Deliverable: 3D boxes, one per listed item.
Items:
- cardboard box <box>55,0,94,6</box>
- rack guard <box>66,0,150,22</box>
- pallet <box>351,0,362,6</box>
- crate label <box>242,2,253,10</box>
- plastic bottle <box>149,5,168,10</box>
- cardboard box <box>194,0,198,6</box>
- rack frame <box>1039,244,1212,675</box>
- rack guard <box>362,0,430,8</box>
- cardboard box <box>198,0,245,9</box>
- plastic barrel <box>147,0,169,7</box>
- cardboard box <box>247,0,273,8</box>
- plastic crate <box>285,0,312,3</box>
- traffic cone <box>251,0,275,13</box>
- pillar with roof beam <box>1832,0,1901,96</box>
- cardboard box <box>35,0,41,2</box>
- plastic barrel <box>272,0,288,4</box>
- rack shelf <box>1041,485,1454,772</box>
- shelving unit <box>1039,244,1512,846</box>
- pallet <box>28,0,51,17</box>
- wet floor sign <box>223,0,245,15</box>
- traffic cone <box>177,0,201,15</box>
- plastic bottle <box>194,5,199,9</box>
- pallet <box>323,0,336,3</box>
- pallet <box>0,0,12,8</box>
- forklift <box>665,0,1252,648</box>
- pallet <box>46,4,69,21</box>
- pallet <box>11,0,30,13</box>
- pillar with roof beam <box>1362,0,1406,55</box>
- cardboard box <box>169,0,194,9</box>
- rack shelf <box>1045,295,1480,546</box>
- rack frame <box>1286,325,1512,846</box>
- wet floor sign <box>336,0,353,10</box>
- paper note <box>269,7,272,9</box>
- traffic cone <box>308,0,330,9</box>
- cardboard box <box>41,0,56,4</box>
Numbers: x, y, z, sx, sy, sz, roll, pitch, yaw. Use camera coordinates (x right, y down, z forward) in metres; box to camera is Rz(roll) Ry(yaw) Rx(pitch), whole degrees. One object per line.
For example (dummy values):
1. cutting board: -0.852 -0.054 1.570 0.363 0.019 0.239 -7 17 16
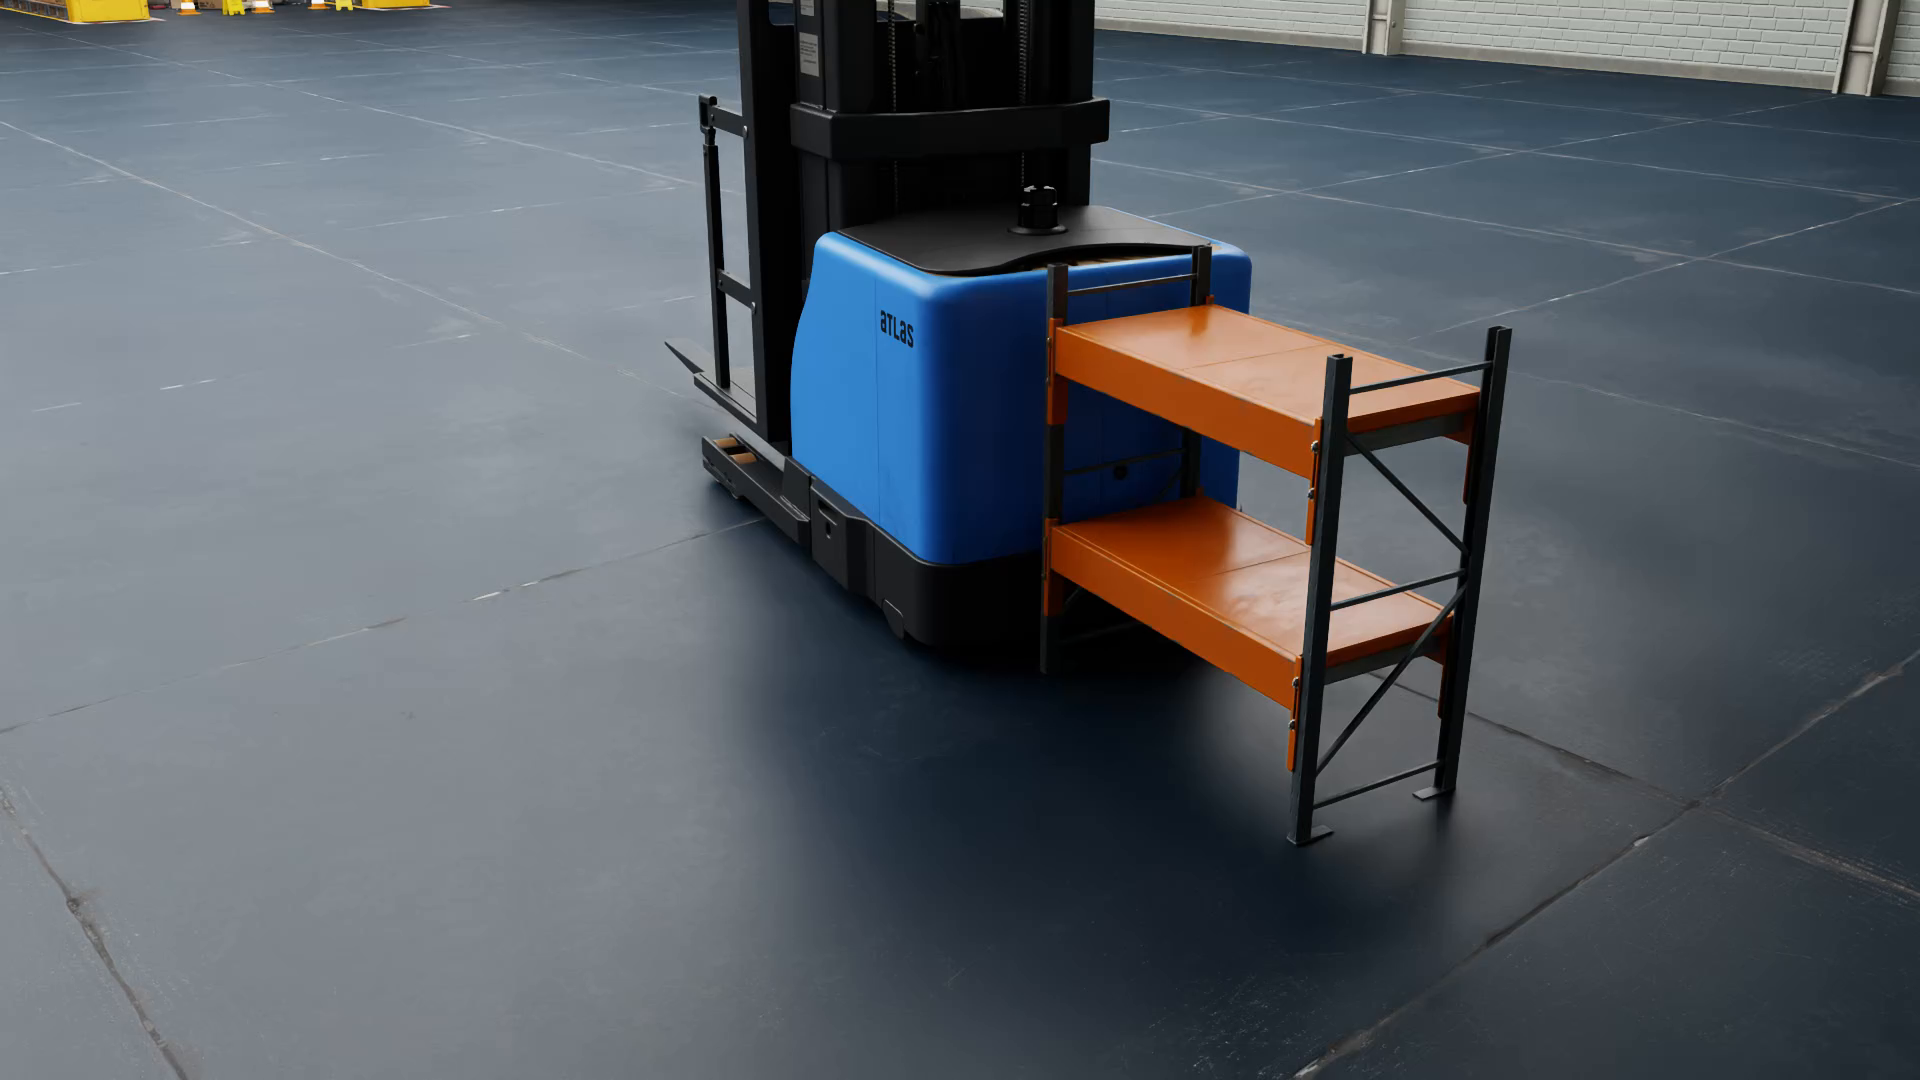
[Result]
1. cardboard box: -14.419 -9.293 27.436 0.875 0.875 0.875 -17 27 -37
2. rack guard: -13.911 -8.745 27.126 1.175 0.500 0.348 -17 27 -37
3. pallet: -10.795 -10.077 30.923 1.003 0.211 1.213 -17 27 -37
4. crate label: -12.679 -9.445 29.410 0.298 0.136 0.250 7 23 18
5. plastic bottle: -14.284 -9.494 29.639 0.133 0.061 0.283 12 24 27
6. cardboard box: -13.923 -10.162 30.552 0.797 0.637 0.503 -17 27 -37
7. rack frame: 0.441 -0.207 4.470 0.500 1.125 0.032 -12 24 -28
8. rack guard: -10.292 -9.979 30.276 1.175 0.500 0.348 -17 27 -37
9. cardboard box: -13.307 -9.842 29.922 0.637 0.503 0.797 3 22 9
10. plastic barrel: -14.635 -9.873 30.110 0.512 0.421 0.421 0 21 -1
11. cardboard box: -12.628 -9.675 29.983 0.380 0.149 0.250 -4 22 -10
12. plastic crate: -12.450 -10.238 31.515 0.583 0.080 0.402 12 24 27
13. traffic cone: -12.119 -9.394 28.834 0.336 0.463 0.334 -17 27 -37
14. pillar with roof beam: 6.149 -7.849 13.185 9.100 9.000 0.400 -17 27 -37
15. cardboard box: -15.588 -9.788 28.700 0.875 0.875 0.875 -17 27 -37
16. plastic barrel: -12.737 -10.132 30.773 0.512 0.421 0.421 0 21 -1
17. rack shelf: 0.700 0.180 4.152 0.538 0.278 1.000 -12 24 -28
18. shelving unit: 0.700 -0.048 4.063 0.538 1.125 1.048 -12 24 -28
19. pallet: -15.300 -9.156 28.572 1.003 0.211 1.213 -17 27 -37
20. wet floor sign: -12.407 -9.283 28.299 0.232 0.644 0.267 17 27 36
21. traffic cone: -13.197 -9.219 28.387 0.336 0.463 0.334 -17 27 -37
22. plastic bottle: -13.713 -9.497 29.648 0.283 0.061 0.133 12 24 27
23. pallet: -11.587 -10.414 31.784 1.003 0.211 1.213 -17 27 -37
24. pallet: -17.098 -9.917 30.515 1.003 0.211 1.213 -17 27 -37
25. forklift: -0.277 -1.569 5.471 1.130 2.935 3.031 -10 24 -24
26. pallet: -14.507 -8.819 27.712 1.003 0.211 1.213 -17 27 -37
27. pallet: -16.100 -9.493 29.433 1.003 0.211 1.213 -17 27 -37
28. pillar with roof beam: 2.232 -9.507 17.417 9.100 9.000 0.400 -17 27 -37
29. cardboard box: -14.020 -9.711 29.914 0.396 0.266 0.258 -12 25 -28
30. rack shelf: 0.700 -0.320 3.956 0.538 0.278 1.000 -12 24 -28
31. rack frame: 0.960 0.112 3.656 0.500 1.125 0.032 -12 24 -28
32. wet floor sign: -10.929 -9.718 29.412 0.267 0.644 0.232 -8 23 -19
33. paper note: -12.367 -9.527 29.765 0.142 0.019 0.148 12 24 27
34. traffic cone: -11.500 -9.752 29.749 0.336 0.463 0.334 -17 27 -37
35. cardboard box: -14.995 -9.536 28.055 0.875 0.875 0.875 -18 28 -38
